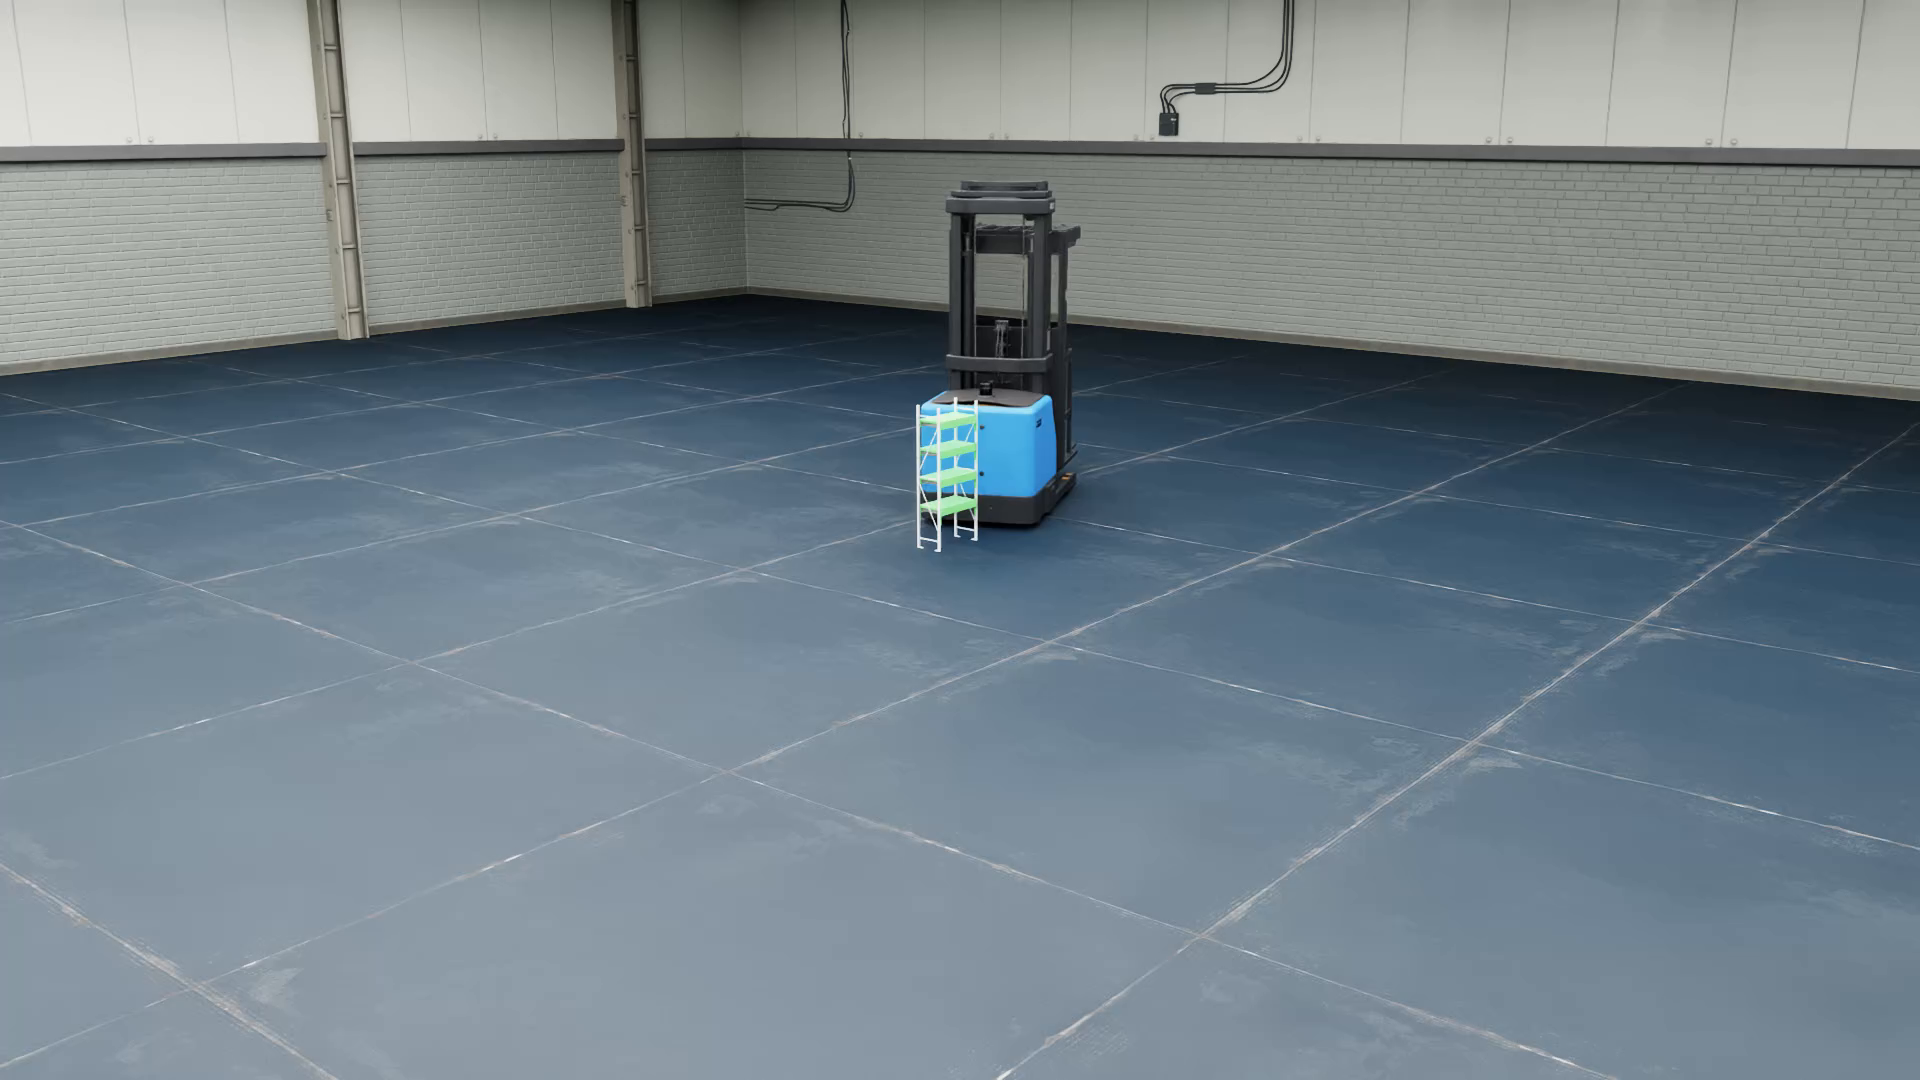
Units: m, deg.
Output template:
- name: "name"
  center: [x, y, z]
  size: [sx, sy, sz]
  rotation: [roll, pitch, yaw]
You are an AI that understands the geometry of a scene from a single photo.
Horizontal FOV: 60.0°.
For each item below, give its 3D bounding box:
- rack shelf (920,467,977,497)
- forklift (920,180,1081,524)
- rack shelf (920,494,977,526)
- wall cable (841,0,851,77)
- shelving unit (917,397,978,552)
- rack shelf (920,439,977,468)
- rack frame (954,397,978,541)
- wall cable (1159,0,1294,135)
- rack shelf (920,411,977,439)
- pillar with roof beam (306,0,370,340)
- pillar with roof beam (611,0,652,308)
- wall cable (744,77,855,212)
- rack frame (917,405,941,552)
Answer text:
- name: "rack shelf"
  center: [-0.104, -0.488, 13.866]
  size: [0.258, 0.148, 0.480]
  rotation: [11, 18, 38]
- name: "forklift"
  center: [0.499, -1.873, 15.545]
  size: [1.130, 2.935, 3.031]
  rotation: [4, 15, 14]
- name: "rack shelf"
  center: [-0.104, -0.255, 13.925]
  size: [0.258, 0.148, 0.480]
  rotation: [11, 18, 38]
- name: "wall cable"
  center: [-1.113, -9.681, 30.003]
  size: [3.097, 2.526, 0.112]
  rotation: [11, 18, 38]
- name: "shelving unit"
  center: [-0.104, -0.550, 13.850]
  size: [0.258, 1.200, 0.503]
  rotation: [11, 18, 38]
- name: "rack shelf"
  center: [-0.104, -0.721, 13.807]
  size: [0.258, 0.148, 0.480]
  rotation: [11, 18, 38]
- name: "rack frame"
  center: [0.049, -0.597, 14.034]
  size: [0.240, 1.200, 0.015]
  rotation: [11, 18, 38]
- name: "wall cable"
  center: [4.156, -9.333, 25.677]
  size: [2.305, 6.003, 0.169]
  rotation: [11, 18, 38]
- name: "rack shelf"
  center: [-0.104, -0.953, 13.748]
  size: [0.258, 0.148, 0.480]
  rotation: [11, 18, 38]
- name: "pillar with roof beam"
  center: [-6.520, -6.982, 23.330]
  size: [9.100, 9.000, 0.400]
  rotation: [11, 18, 38]
- name: "pillar with roof beam"
  center: [-2.749, -8.131, 27.853]
  size: [9.100, 9.000, 0.400]
  rotation: [11, 18, 38]
- name: "wall cable"
  center: [-3.218, -7.652, 32.273]
  size: [3.097, 2.526, 0.112]
  rotation: [11, 18, 38]
- name: "rack frame"
  center: [-0.257, -0.503, 13.666]
  size: [0.240, 1.200, 0.015]
  rotation: [11, 18, 38]
